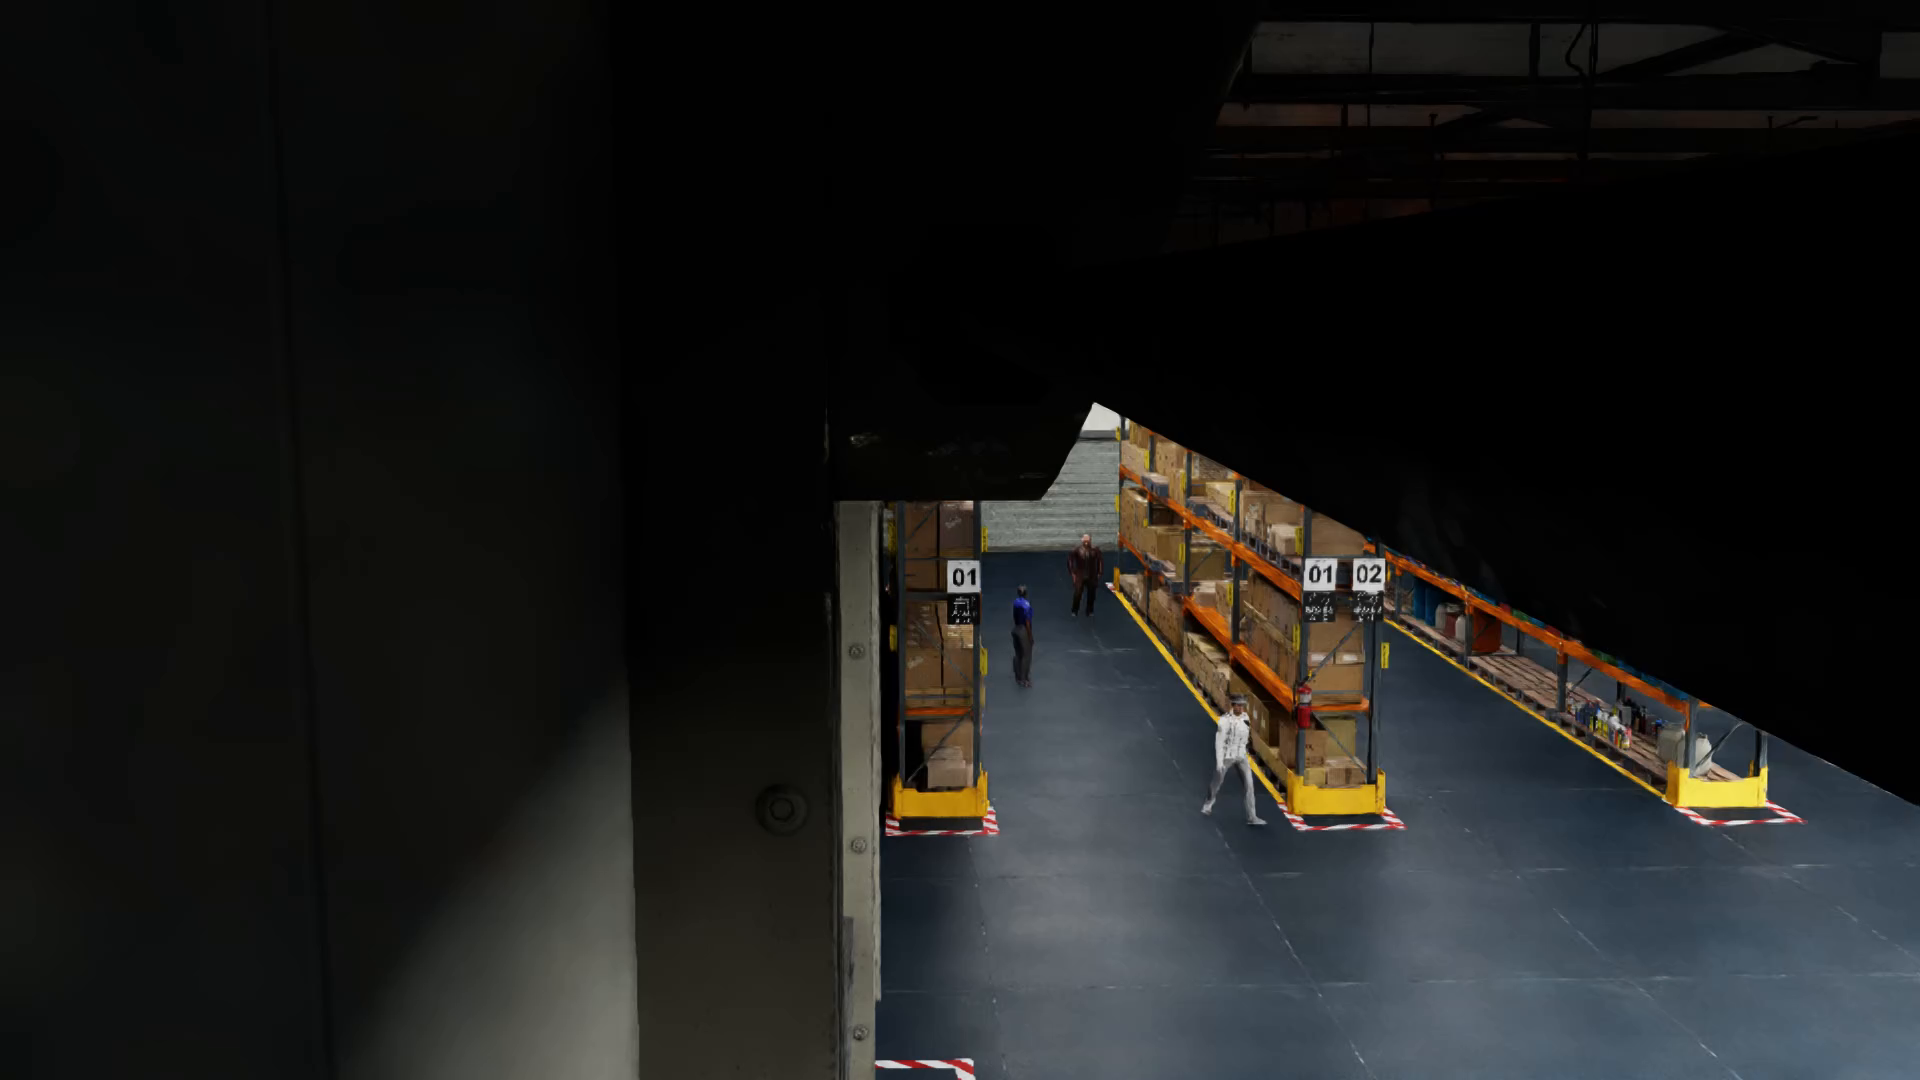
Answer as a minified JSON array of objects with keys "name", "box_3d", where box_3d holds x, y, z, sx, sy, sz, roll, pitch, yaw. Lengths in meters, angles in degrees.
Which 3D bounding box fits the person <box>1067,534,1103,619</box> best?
[{"name":"person","box_3d":[2.490,0.718,33.125,0.729,1.733,0.546,-1,8,-4]}]

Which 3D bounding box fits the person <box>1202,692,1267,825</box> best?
[{"name":"person","box_3d":[3.327,2.629,20.271,0.529,1.621,0.938,-3,9,-23]}]

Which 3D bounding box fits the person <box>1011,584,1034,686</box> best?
[{"name":"person","box_3d":[1.062,1.580,27.567,0.360,1.724,0.526,-4,9,-28]}]
